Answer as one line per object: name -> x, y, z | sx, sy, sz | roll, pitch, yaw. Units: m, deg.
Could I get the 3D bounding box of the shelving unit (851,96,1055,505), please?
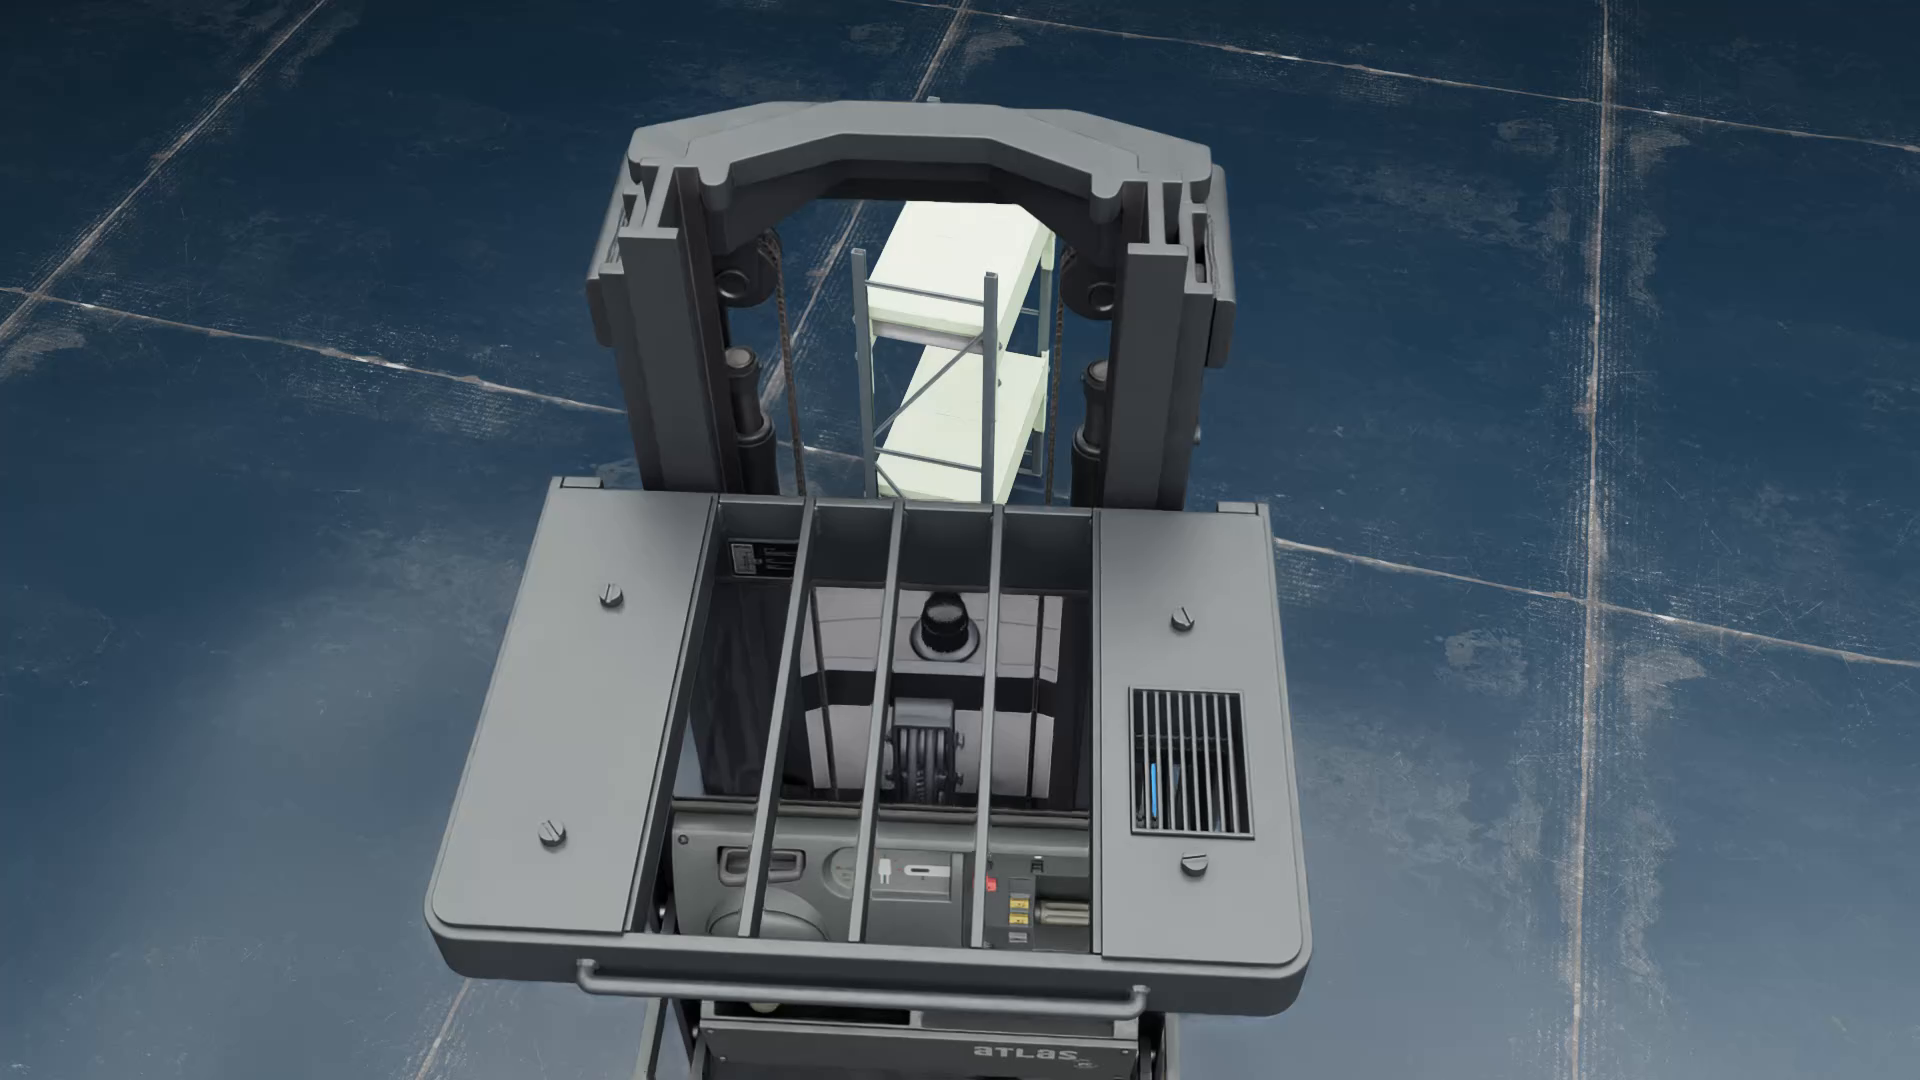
shelving unit -> 0.002, -0.501, 5.192 | 0.431, 1.500, 0.755 | 12, 50, 10

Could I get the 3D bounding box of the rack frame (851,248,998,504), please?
rack frame -> -0.095, -0.236, 4.958 | 0.400, 1.500, 0.023 | 12, 50, 10

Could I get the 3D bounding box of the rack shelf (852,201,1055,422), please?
rack shelf -> 0.002, -0.759, 4.899 | 0.431, 0.370, 0.720 | 12, 50, 10

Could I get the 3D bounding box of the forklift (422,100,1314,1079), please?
forklift -> -0.095, 0.832, 3.061 | 1.130, 2.935, 3.031 | 2, 49, 2

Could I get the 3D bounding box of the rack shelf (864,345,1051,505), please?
rack shelf -> 0.002, -0.285, 5.436 | 0.431, 0.370, 0.720 | 12, 50, 10

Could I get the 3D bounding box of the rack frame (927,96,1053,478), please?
rack frame -> 0.098, -0.766, 5.426 | 0.400, 1.500, 0.023 | 12, 50, 10
